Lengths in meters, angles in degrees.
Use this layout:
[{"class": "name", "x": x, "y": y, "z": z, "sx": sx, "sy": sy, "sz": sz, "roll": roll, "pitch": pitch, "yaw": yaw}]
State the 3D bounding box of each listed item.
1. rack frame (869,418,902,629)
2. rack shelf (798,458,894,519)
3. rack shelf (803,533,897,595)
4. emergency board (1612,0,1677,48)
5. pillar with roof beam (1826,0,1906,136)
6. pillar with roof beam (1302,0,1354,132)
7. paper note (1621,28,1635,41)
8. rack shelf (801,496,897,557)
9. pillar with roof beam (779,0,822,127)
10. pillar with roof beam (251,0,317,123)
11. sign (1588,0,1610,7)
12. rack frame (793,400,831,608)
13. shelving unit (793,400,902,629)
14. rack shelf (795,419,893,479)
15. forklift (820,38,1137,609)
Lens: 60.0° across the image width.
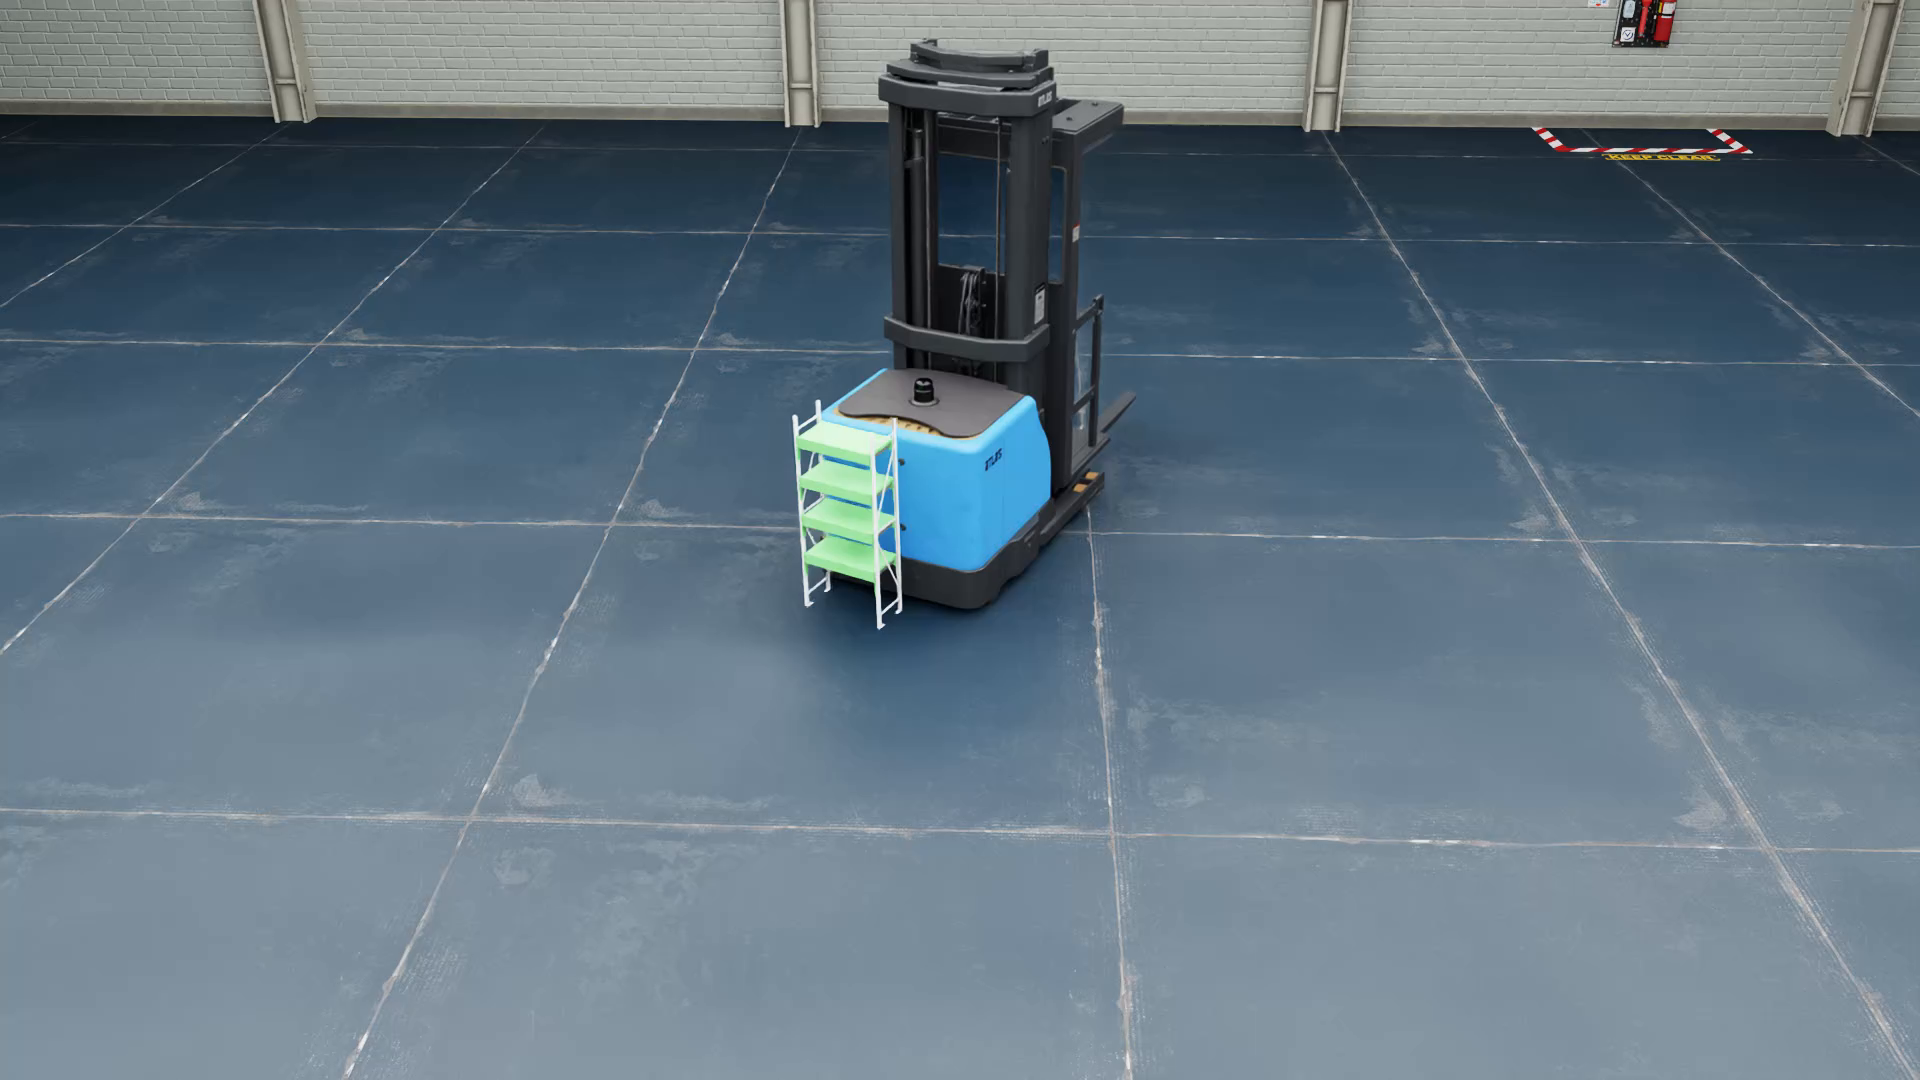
[{"class": "rack frame", "x": -0.403, "y": -0.077, "z": 9.107, "sx": 0.015, "sy": 1.200, "sz": 0.240, "roll": 15, "pitch": 33, "yaw": 26}, {"class": "rack shelf", "x": -0.617, "y": -0.287, "z": 9.128, "sx": 0.480, "sy": 0.148, "sz": 0.258, "roll": 15, "pitch": 33, "yaw": 26}, {"class": "rack shelf", "x": -0.611, "y": 0.132, "z": 9.361, "sx": 0.480, "sy": 0.148, "sz": 0.258, "roll": 15, "pitch": 33, "yaw": 26}, {"class": "emergency board", "x": 7.697, "y": -6.047, "z": 18.455, "sx": 0.643, "sy": 1.169, "sz": 0.194, "roll": 1, "pitch": 28, "yaw": 2}, {"class": "pillar with roof beam", "x": 10.013, "y": -6.624, "z": 13.138, "sx": 0.400, "sy": 9.000, "sz": 9.100, "roll": 1, "pitch": 28, "yaw": 2}, {"class": "pillar with roof beam", "x": 4.017, "y": -6.723, "z": 13.325, "sx": 0.400, "sy": 9.000, "sz": 9.100, "roll": 1, "pitch": 28, "yaw": 2}, {"class": "paper note", "x": 7.522, "y": -5.693, "z": 18.727, "sx": 0.142, "sy": 0.148, "sz": 0.016, "roll": 1, "pitch": 28, "yaw": 2}, {"class": "rack shelf", "x": -0.614, "y": -0.078, "z": 9.245, "sx": 0.480, "sy": 0.148, "sz": 0.258, "roll": 15, "pitch": 33, "yaw": 26}, {"class": "pillar with roof beam", "x": -1.980, "y": -6.822, "z": 13.512, "sx": 0.400, "sy": 9.000, "sz": 9.100, "roll": 1, "pitch": 28, "yaw": 2}, {"class": "pillar with roof beam", "x": -7.976, "y": -6.921, "z": 13.699, "sx": 0.400, "sy": 9.000, "sz": 9.100, "roll": 1, "pitch": 28, "yaw": 2}, {"class": "sign", "x": 7.148, "y": -6.120, "z": 18.555, "sx": 0.234, "sy": 0.329, "sz": 0.001, "roll": 1, "pitch": 28, "yaw": 2}, {"class": "rack frame", "x": -0.827, "y": -0.190, "z": 9.320, "sx": 0.015, "sy": 1.200, "sz": 0.240, "roll": 15, "pitch": 33, "yaw": 26}, {"class": "shelving unit", "x": -0.615, "y": -0.133, "z": 9.213, "sx": 0.503, "sy": 1.200, "sz": 0.258, "roll": 15, "pitch": 33, "yaw": 26}, {"class": "rack shelf", "x": -0.620, "y": -0.497, "z": 9.011, "sx": 0.480, "sy": 0.148, "sz": 0.258, "roll": 15, "pitch": 33, "yaw": 26}, {"class": "forklift", "x": 0.286, "y": -1.570, "z": 10.082, "sx": 1.130, "sy": 2.935, "sz": 3.031, "roll": 13, "pitch": 31, "yaw": 23}]
